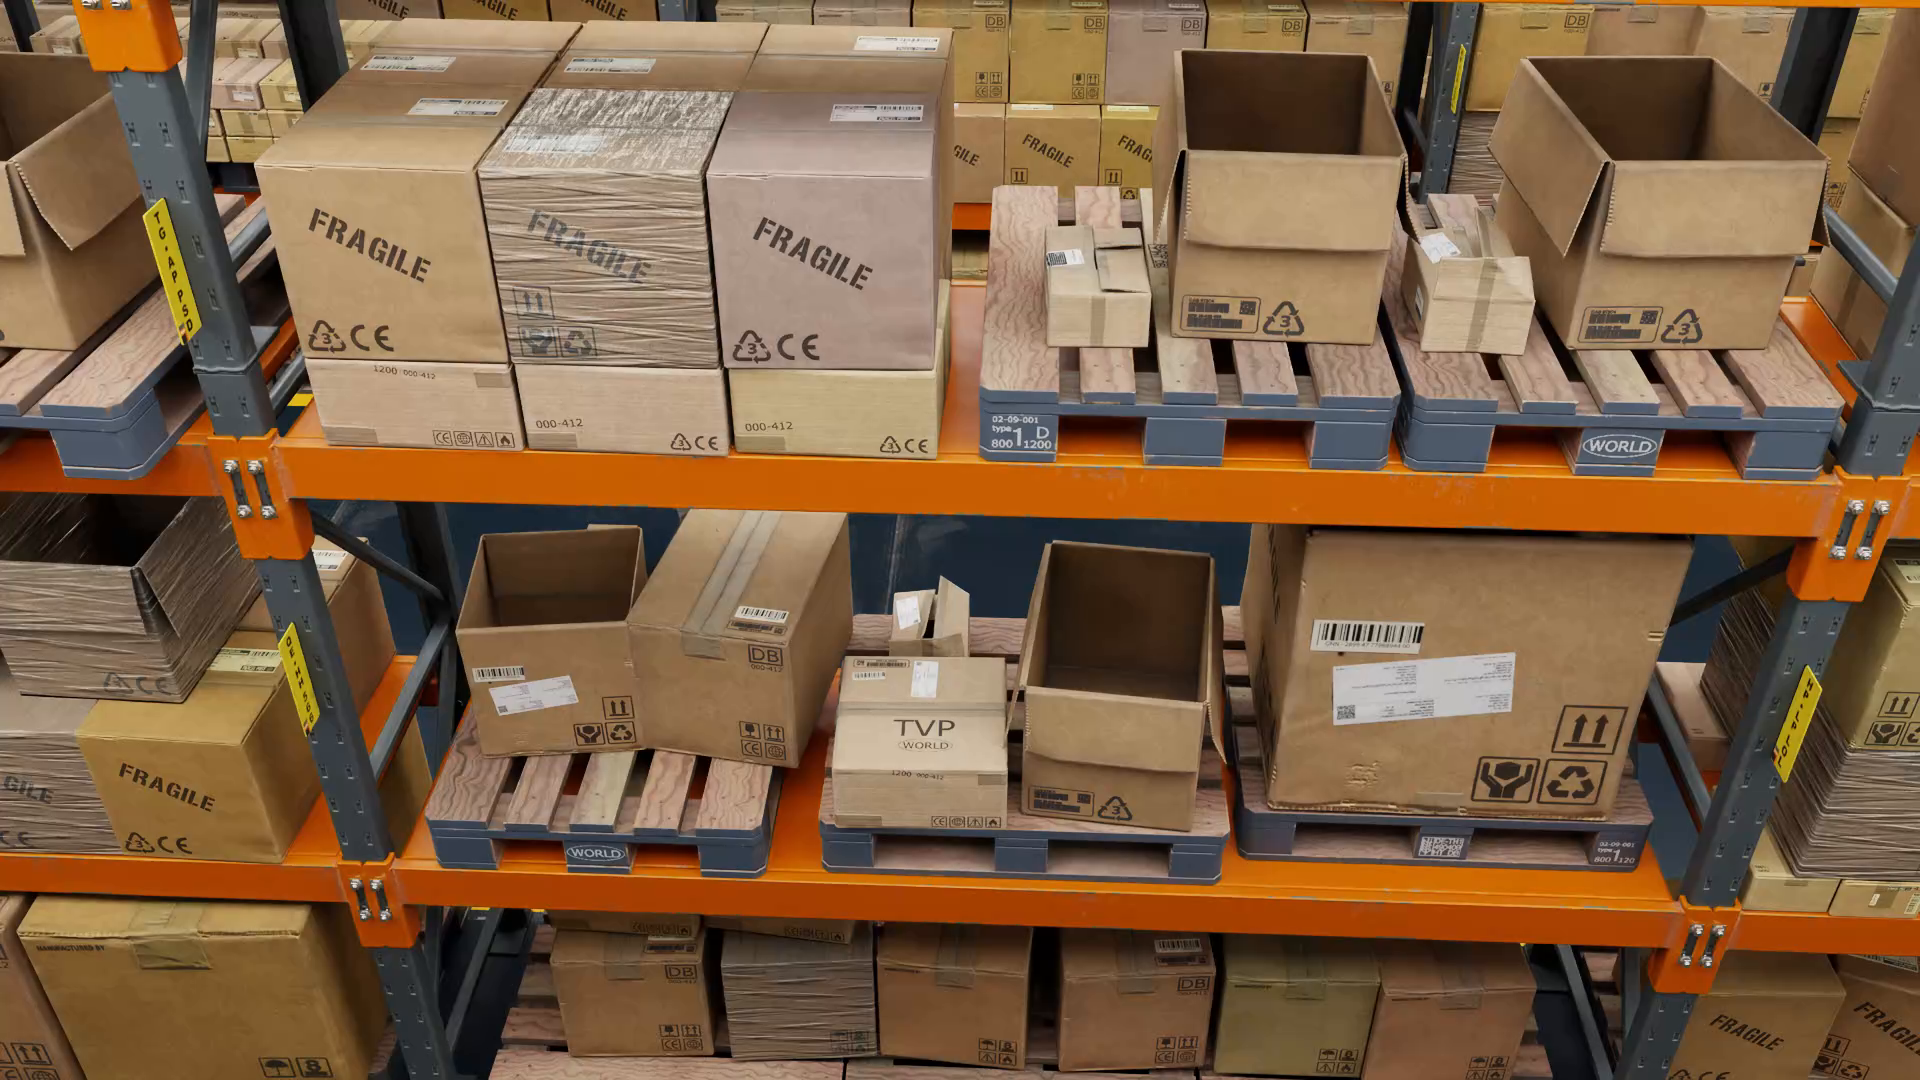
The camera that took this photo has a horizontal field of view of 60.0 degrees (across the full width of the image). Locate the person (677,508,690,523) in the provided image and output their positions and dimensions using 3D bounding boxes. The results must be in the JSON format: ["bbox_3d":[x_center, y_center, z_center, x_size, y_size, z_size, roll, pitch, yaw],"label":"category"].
[{"bbox_3d":[-1.239,-0.492,7.837,0.388,1.779,0.562,2,35,3],"label":"person"}]
